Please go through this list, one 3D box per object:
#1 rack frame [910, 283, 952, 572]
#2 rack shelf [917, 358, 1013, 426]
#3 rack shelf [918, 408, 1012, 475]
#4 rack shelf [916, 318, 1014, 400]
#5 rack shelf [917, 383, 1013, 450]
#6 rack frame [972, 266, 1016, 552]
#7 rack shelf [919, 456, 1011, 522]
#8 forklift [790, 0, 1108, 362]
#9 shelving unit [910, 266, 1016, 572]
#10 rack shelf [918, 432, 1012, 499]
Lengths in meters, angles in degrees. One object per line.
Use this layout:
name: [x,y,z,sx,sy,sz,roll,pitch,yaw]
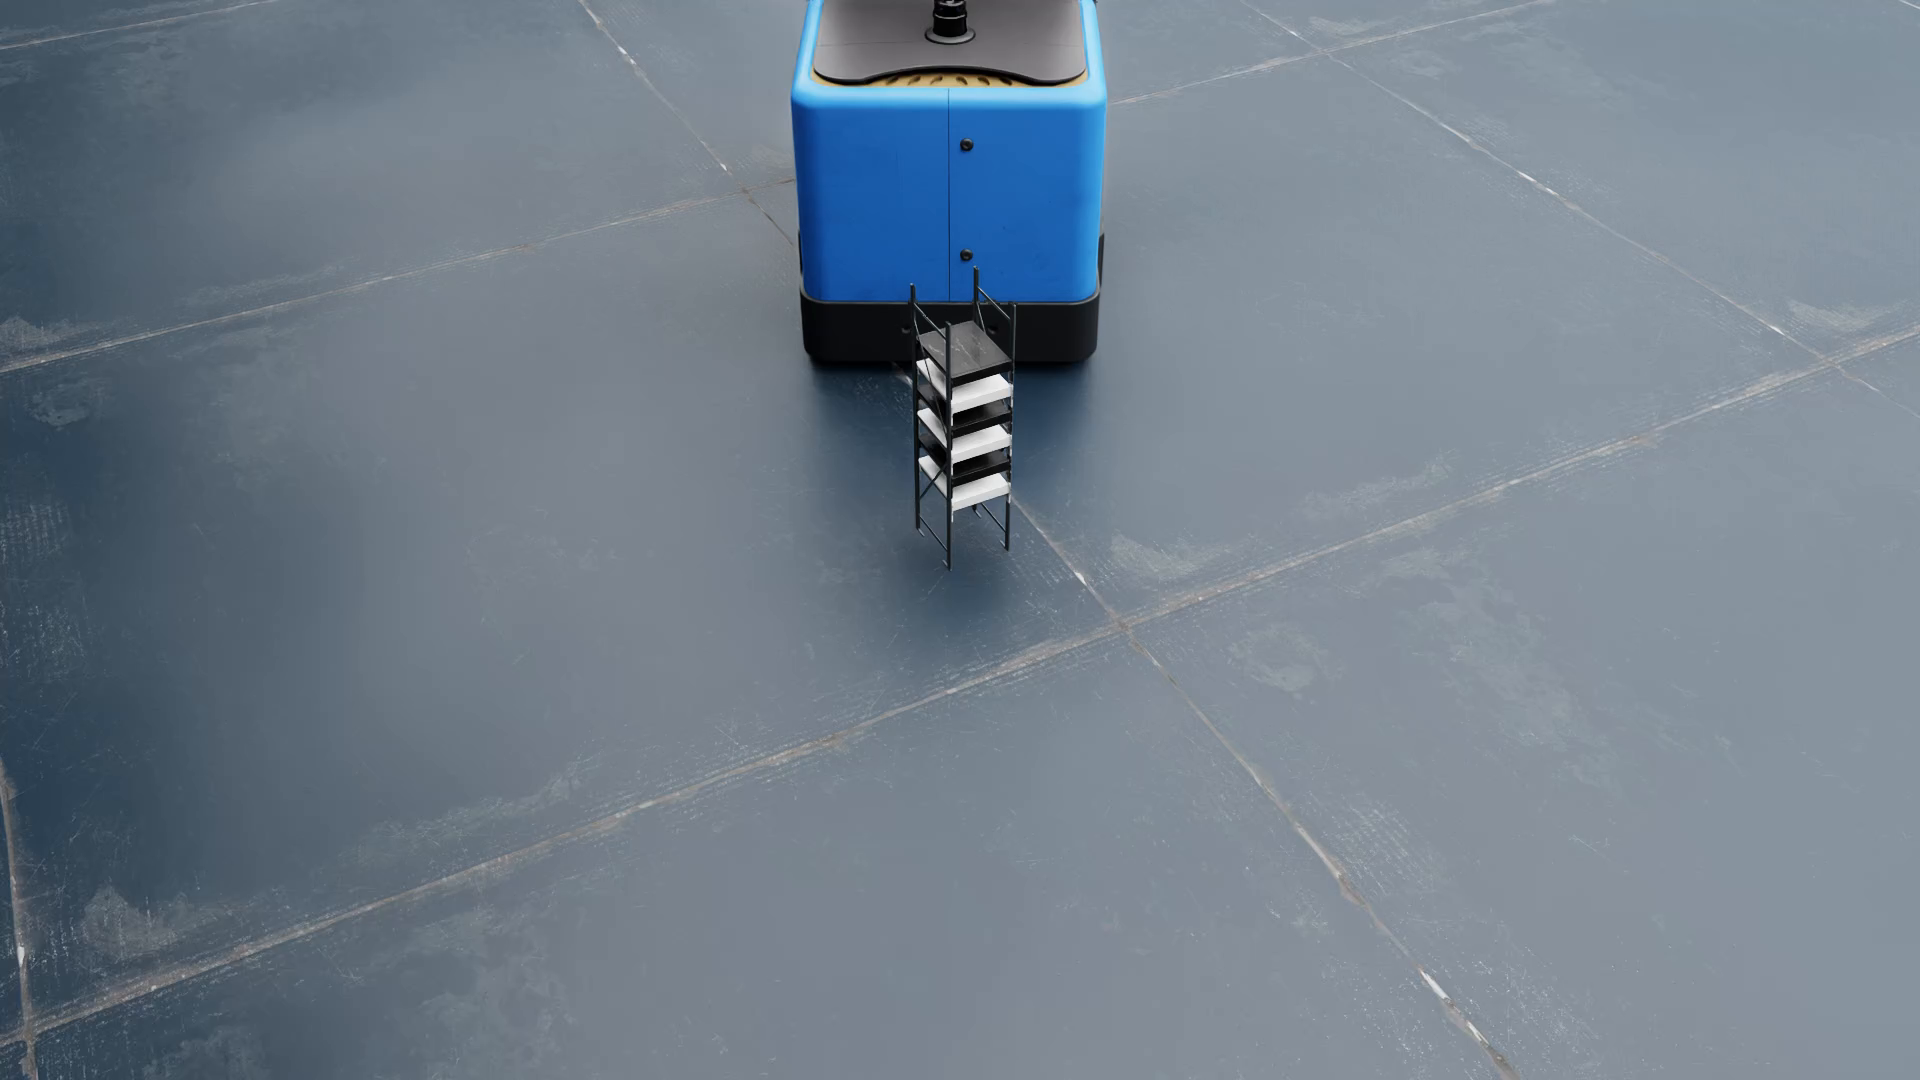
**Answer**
rack frame: [-0.083,-0.316,4.926,0.006,0.900,0.240,-19,44,-21]
rack shelf: [0.007,-0.458,4.867,0.200,0.077,0.258,-19,44,-21]
rack shelf: [0.007,-0.320,4.984,0.200,0.077,0.258,-19,44,-21]
rack shelf: [0.007,-0.527,4.809,0.200,0.077,0.258,-19,44,-21]
rack shelf: [0.007,-0.389,4.925,0.200,0.077,0.258,-19,44,-21]
rack frame: [0.097,-0.376,4.998,0.006,0.900,0.240,-19,44,-21]
rack shelf: [0.007,-0.183,5.100,0.200,0.077,0.258,-19,44,-21]
forklift: [-0.025,-2.673,6.139,1.130,2.935,3.031,0,40,0]
shelving unit: [0.007,-0.346,4.962,0.210,0.900,0.258,-19,44,-21]
rack shelf: [0.007,-0.252,5.042,0.200,0.077,0.258,-19,44,-21]
